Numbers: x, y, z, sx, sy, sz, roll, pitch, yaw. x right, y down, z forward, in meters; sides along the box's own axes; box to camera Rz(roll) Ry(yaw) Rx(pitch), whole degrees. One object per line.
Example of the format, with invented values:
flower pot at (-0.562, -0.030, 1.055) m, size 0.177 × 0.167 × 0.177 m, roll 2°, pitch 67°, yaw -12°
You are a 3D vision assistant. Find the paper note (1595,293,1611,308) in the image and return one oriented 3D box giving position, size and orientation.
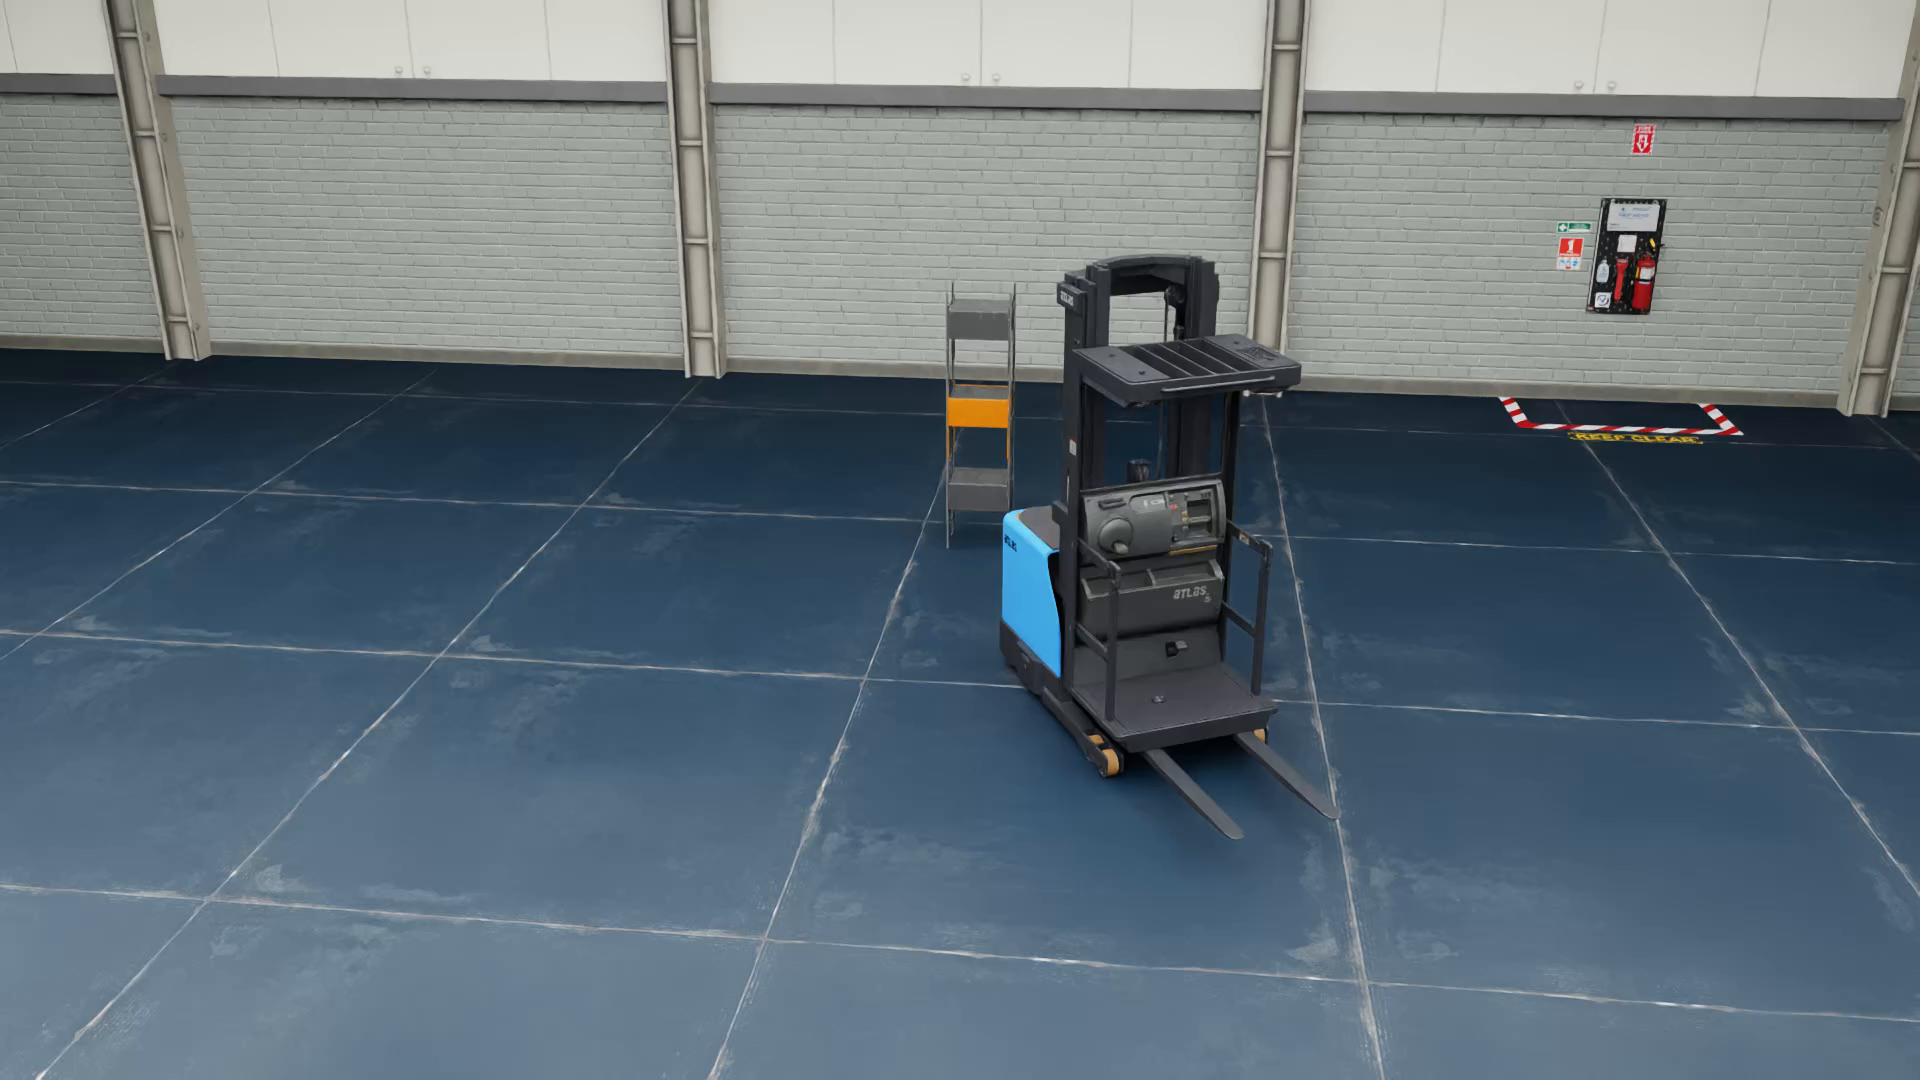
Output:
paper note at (6.525, -2.436, 16.878) m, size 0.142 × 0.148 × 0.016 m, roll 2°, pitch 22°, yaw 6°

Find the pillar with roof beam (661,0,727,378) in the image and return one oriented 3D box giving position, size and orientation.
pillar with roof beam at (-3.281, -4.429, 12.562) m, size 0.400 × 9.000 × 9.100 m, roll 2°, pitch 22°, yaw 6°

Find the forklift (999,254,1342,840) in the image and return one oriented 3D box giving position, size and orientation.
forklift at (1.261, -0.111, 9.895) m, size 1.130 × 2.935 × 3.031 m, roll -8°, pitch 23°, yaw -19°

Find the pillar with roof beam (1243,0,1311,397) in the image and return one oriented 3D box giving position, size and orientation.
pillar with roof beam at (2.678, -4.169, 11.906) m, size 0.400 × 9.000 × 9.100 m, roll 2°, pitch 22°, yaw 6°

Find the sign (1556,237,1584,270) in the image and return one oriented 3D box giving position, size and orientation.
sign at (6.156, -2.891, 16.782) m, size 0.234 × 0.329 × 0.001 m, roll 2°, pitch 22°, yaw 6°

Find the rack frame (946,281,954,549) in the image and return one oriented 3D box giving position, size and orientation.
rack frame at (-0.078, -0.980, 13.222) m, size 0.015 × 2.100 × 0.400 m, roll 2°, pitch 22°, yaw 6°

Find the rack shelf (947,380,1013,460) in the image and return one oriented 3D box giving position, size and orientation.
rack shelf at (0.164, -0.957, 13.200) m, size 0.480 × 0.518 × 0.431 m, roll 2°, pitch 22°, yaw 6°

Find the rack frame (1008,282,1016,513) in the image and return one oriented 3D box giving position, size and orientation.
rack frame at (0.407, -0.959, 13.169) m, size 0.015 × 2.100 × 0.400 m, roll 2°, pitch 22°, yaw 6°

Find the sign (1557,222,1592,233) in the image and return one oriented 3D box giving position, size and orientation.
sign at (6.159, -3.134, 16.676) m, size 0.331 × 0.109 × 0.001 m, roll 2°, pitch 22°, yaw 6°

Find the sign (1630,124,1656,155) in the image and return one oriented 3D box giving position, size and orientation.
sign at (6.697, -3.927, 16.300) m, size 0.199 × 0.298 × 0.001 m, roll 2°, pitch 22°, yaw 6°

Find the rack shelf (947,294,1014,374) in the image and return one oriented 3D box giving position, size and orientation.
rack shelf at (0.164, -1.608, 12.943) m, size 0.480 × 0.518 × 0.431 m, roll 2°, pitch 22°, yaw 6°

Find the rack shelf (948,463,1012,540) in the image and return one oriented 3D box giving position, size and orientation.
rack shelf at (0.164, -0.306, 13.458) m, size 0.480 × 0.518 × 0.431 m, roll 2°, pitch 22°, yaw 6°

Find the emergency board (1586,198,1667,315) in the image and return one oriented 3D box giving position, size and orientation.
emergency board at (6.693, -2.812, 16.633) m, size 0.643 × 1.169 × 0.194 m, roll 2°, pitch 22°, yaw 6°

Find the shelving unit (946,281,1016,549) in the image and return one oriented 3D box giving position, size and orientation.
shelving unit at (0.164, -0.969, 13.195) m, size 0.503 × 2.100 × 0.431 m, roll 2°, pitch 22°, yaw 6°

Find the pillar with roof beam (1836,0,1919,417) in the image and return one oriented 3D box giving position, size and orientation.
pillar with roof beam at (8.636, -3.910, 11.249) m, size 0.400 × 9.000 × 9.100 m, roll 2°, pitch 22°, yaw 6°

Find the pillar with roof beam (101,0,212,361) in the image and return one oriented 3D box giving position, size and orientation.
pillar with roof beam at (-9.239, -4.688, 13.219) m, size 0.400 × 9.000 × 9.100 m, roll 2°, pitch 22°, yaw 6°
